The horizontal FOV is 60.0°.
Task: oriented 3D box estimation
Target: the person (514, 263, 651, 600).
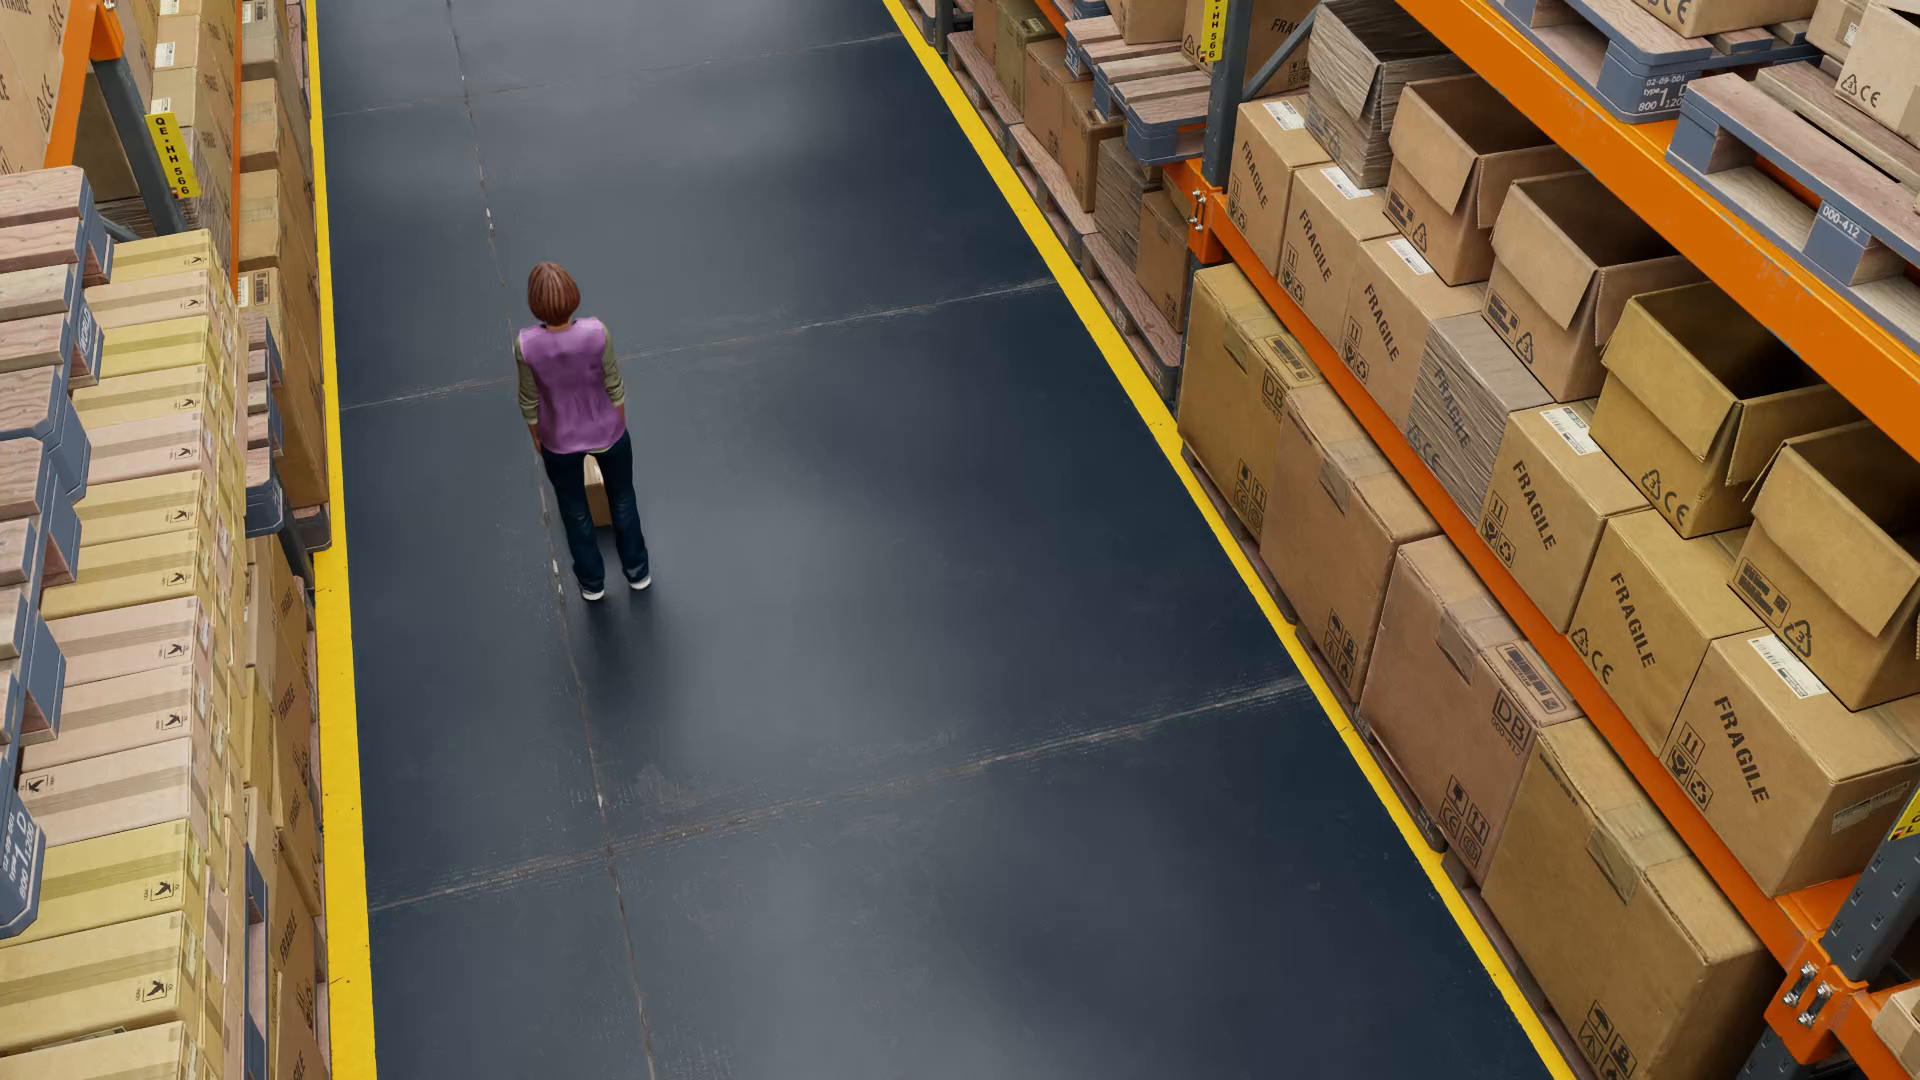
[{"bbox_3d":[-1.514,-0.414,6.619,0.406,1.594,0.308,-11,44,-12],"label":"person"}]
